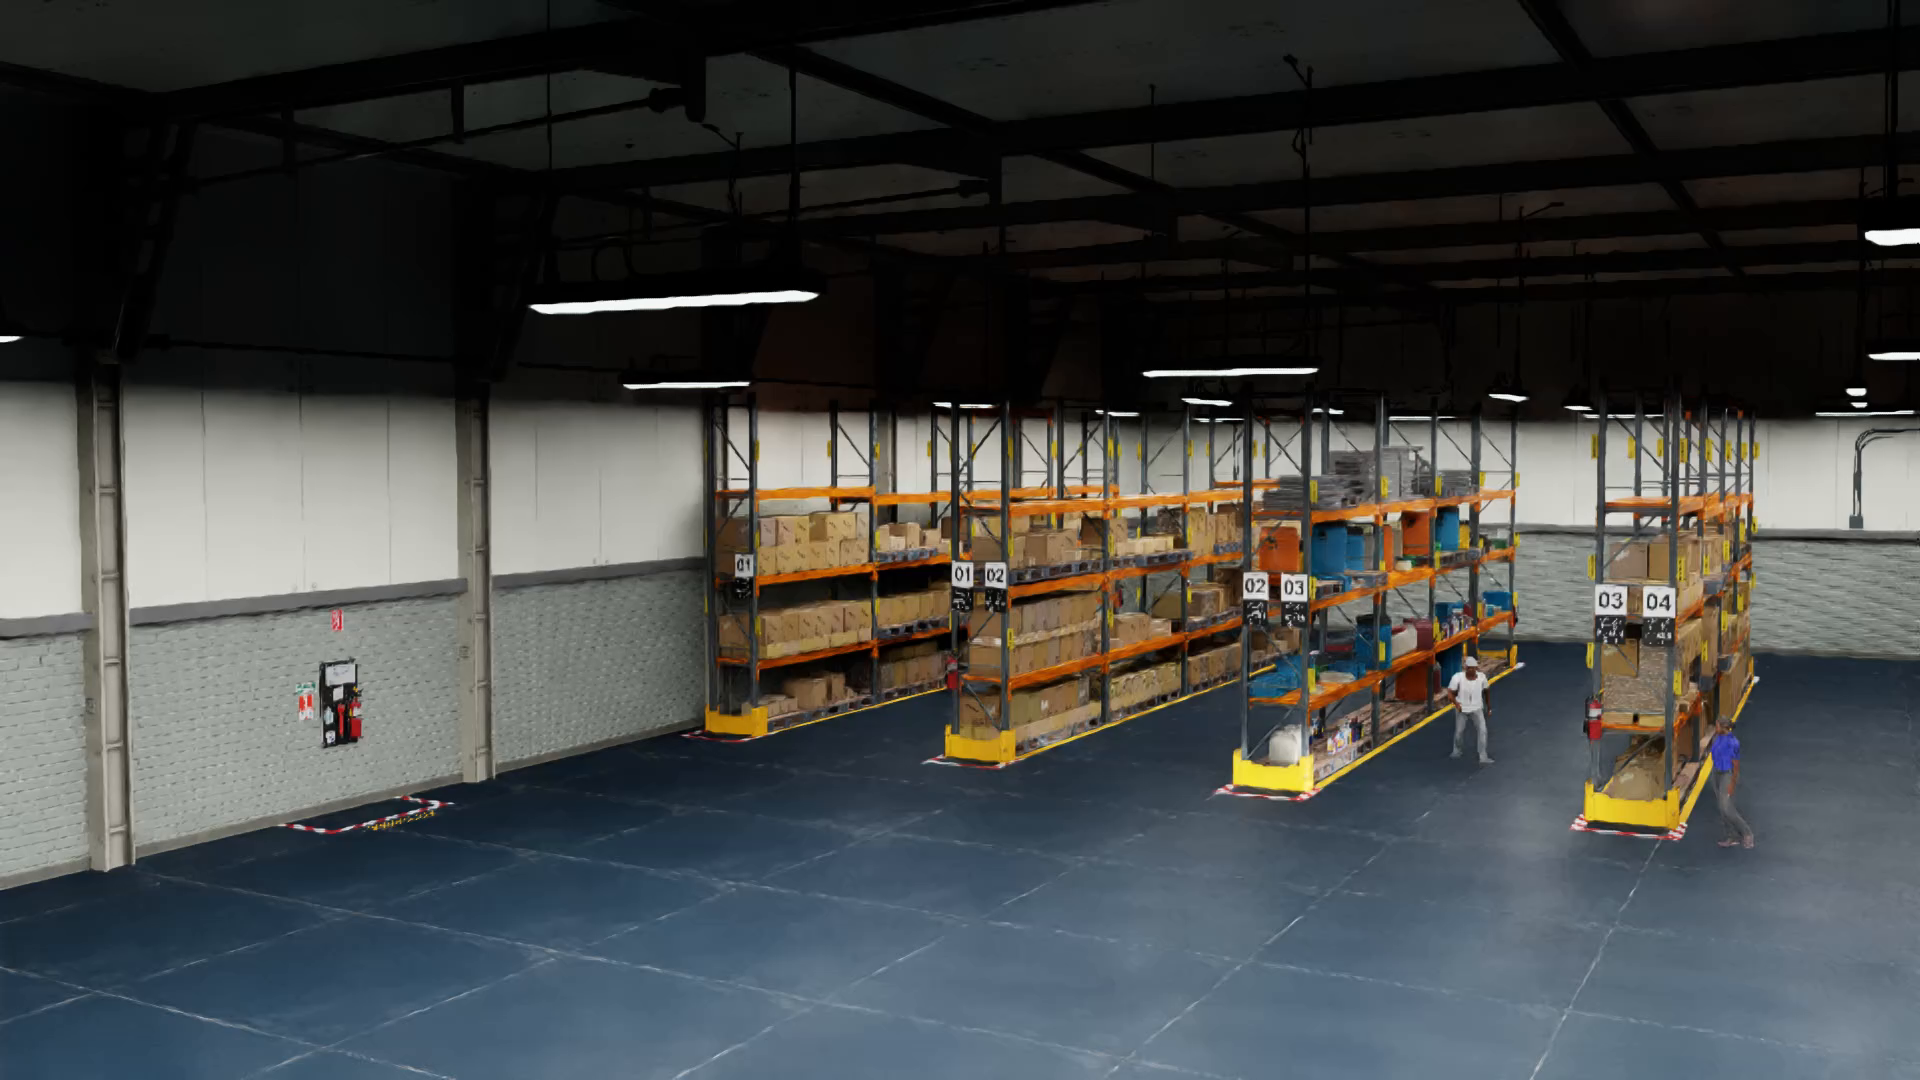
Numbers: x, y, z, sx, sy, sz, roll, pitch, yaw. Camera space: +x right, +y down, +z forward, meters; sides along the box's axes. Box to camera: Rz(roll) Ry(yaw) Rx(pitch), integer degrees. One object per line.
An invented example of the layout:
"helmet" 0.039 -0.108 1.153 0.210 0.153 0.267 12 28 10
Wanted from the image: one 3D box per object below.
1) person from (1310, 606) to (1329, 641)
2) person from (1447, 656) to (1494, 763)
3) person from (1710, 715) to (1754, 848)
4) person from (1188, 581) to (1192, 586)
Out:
"person" 9.308 1.824 43.335 0.675 1.666 0.780 0 3 8
"person" 8.186 2.703 26.724 0.708 1.702 0.843 1 3 12
"person" 9.712 3.036 20.924 0.429 1.650 0.619 0 3 -5
"person" 5.958 1.859 43.372 0.626 1.578 0.495 -2 4 -29
